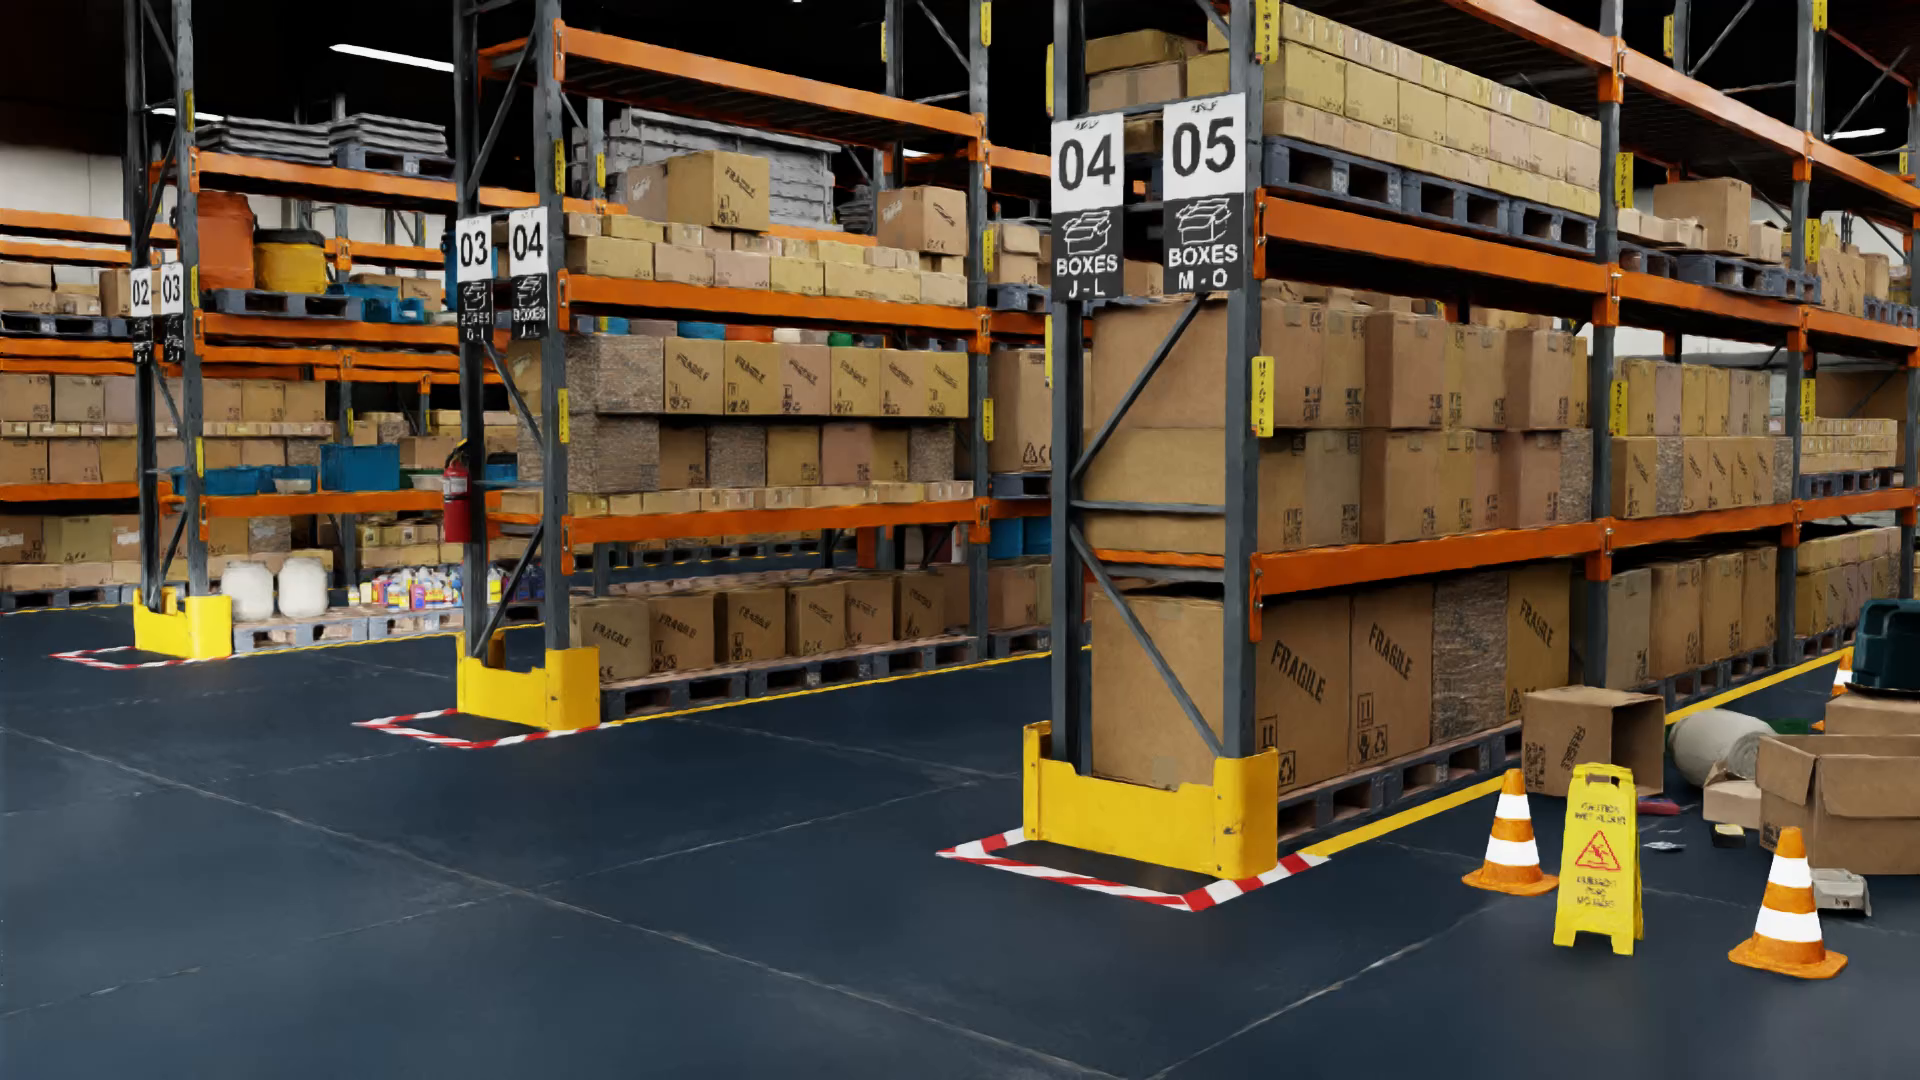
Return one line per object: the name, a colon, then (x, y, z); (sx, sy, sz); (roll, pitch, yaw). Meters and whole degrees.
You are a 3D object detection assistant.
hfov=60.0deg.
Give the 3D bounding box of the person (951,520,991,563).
person: (0.100, -0.081, 16.404); (0.441, 1.677, 0.583); (2, 4, 29)
